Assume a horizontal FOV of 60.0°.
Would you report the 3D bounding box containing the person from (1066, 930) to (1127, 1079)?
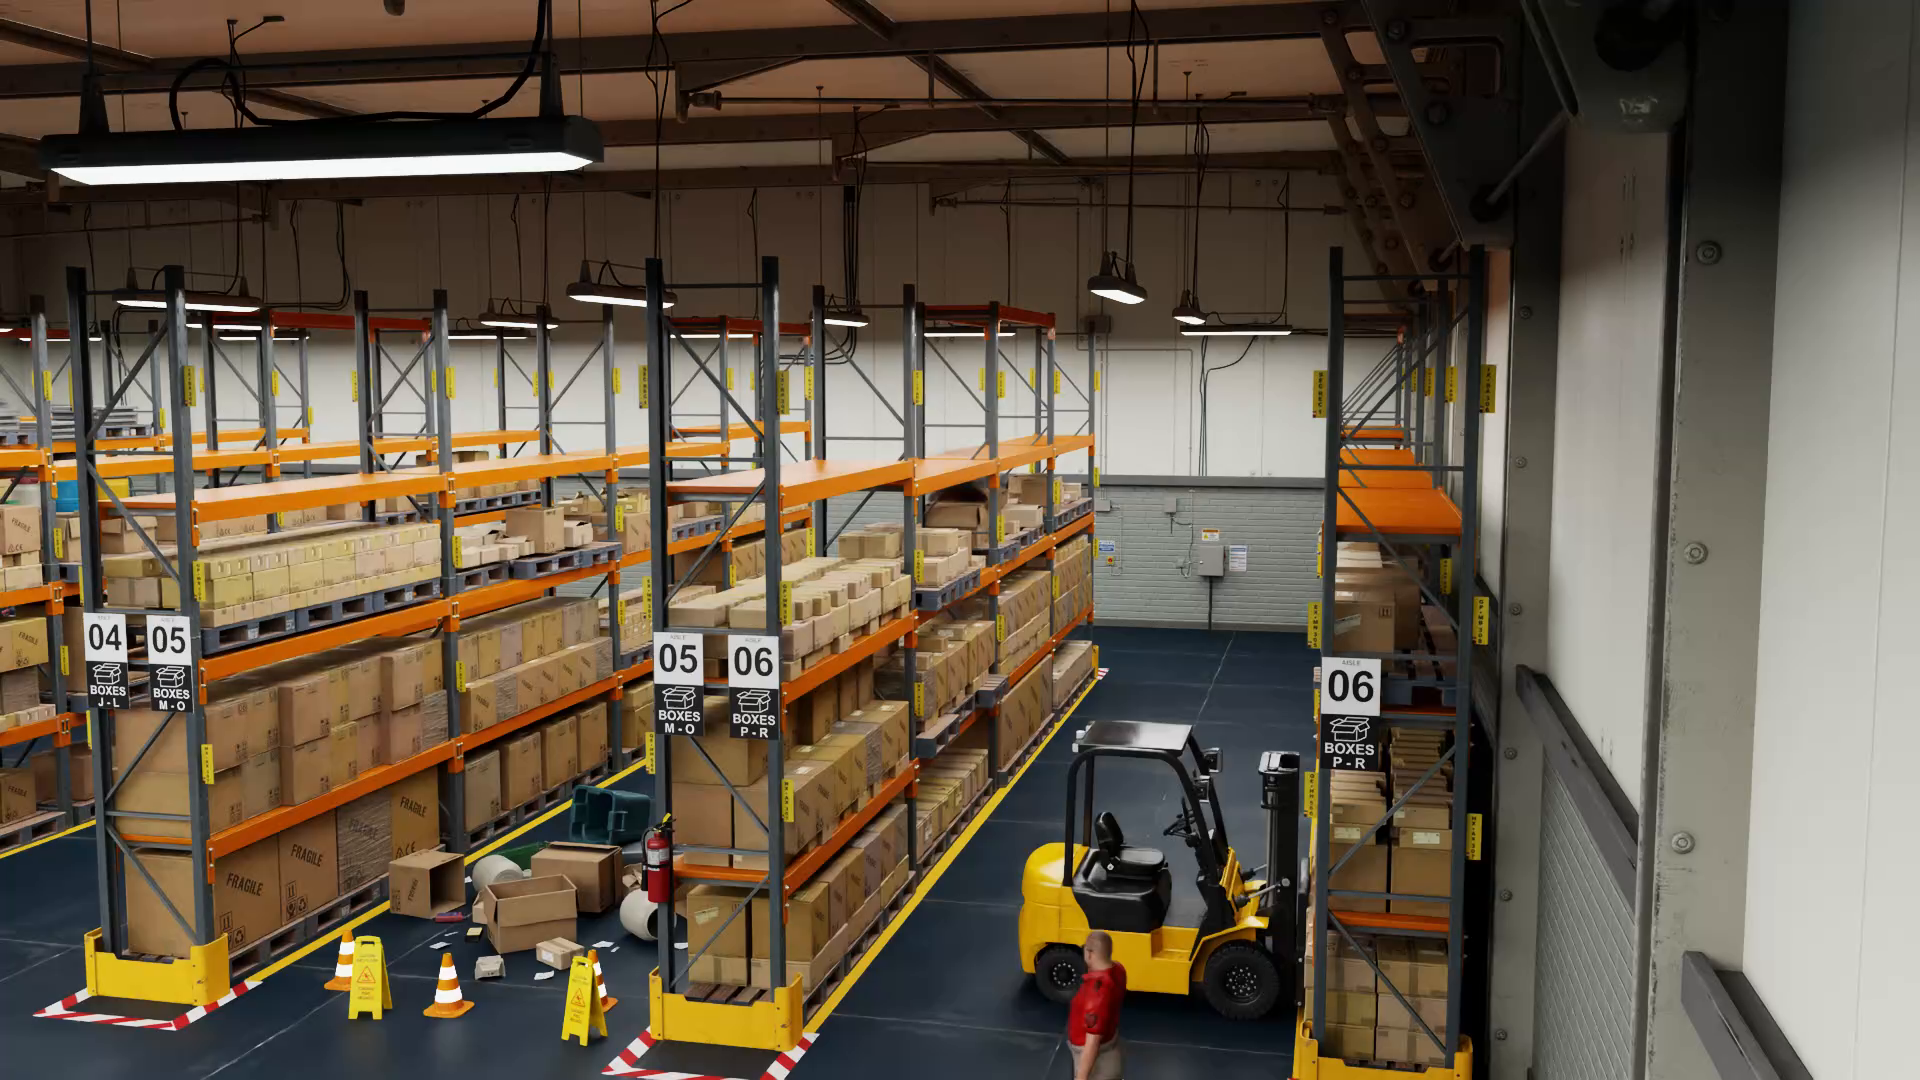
[{"bbox_3d":[0.862,3.263,10.345,0.483,1.745,0.641,1,6,11],"label":"person"}]
